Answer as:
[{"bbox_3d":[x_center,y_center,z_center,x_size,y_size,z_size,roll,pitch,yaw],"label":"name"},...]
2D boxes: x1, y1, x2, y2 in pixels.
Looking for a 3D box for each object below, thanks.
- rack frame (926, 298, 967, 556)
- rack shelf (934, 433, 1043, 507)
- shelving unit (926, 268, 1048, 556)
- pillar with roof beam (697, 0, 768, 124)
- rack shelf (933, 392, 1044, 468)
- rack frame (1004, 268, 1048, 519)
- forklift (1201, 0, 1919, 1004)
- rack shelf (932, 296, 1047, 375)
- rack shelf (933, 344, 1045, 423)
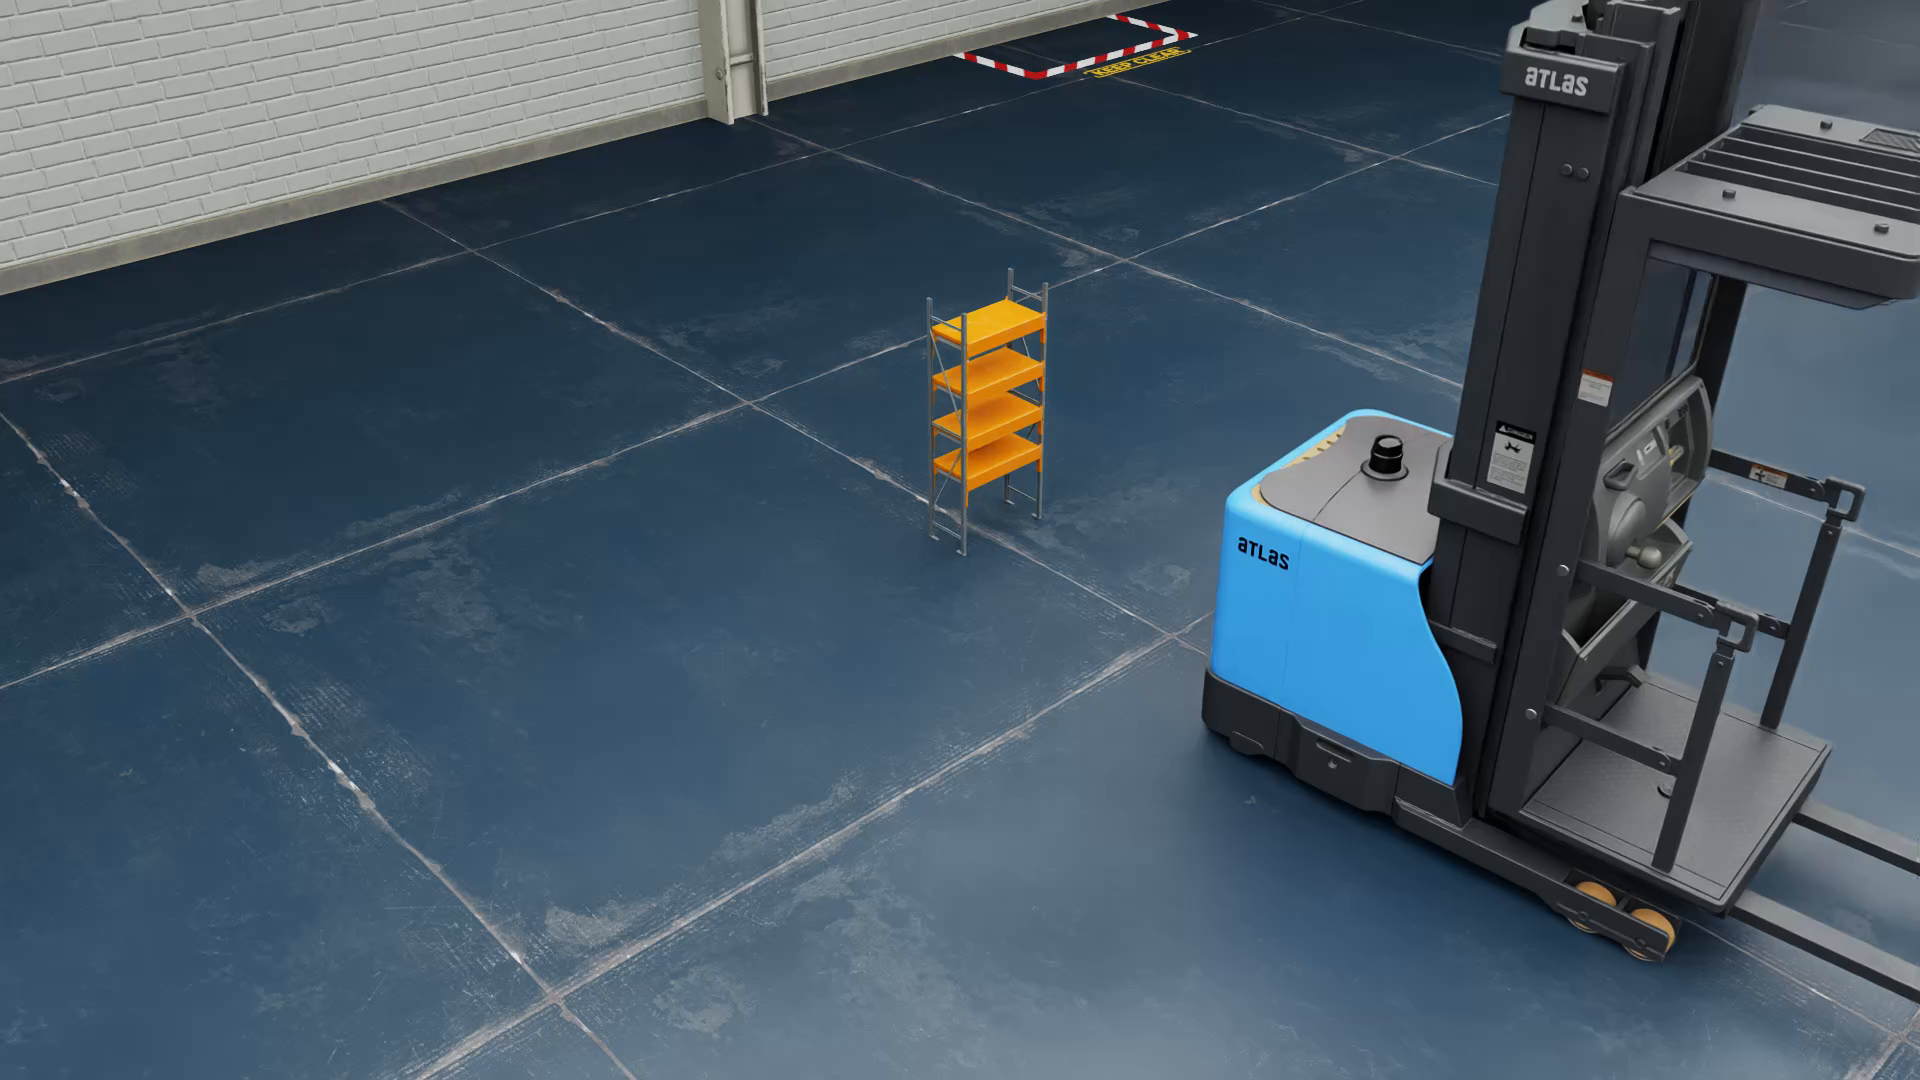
[{"bbox_3d":[-0.058,-0.484,7.391,0.015,1.200,0.240,-26,40,-35],"label":"rack frame"},{"bbox_3d":[0.121,-0.344,7.672,0.480,0.148,0.258,-26,40,-35],"label":"rack shelf"},{"bbox_3d":[0.121,-0.571,7.533,0.503,1.200,0.258,-26,40,-35],"label":"shelving unit"},{"bbox_3d":[1.146,-5.595,8.273,0.400,9.000,9.100,-26,40,-35],"label":"pillar with roof beam"},{"bbox_3d":[0.121,-0.513,7.568,0.480,0.148,0.258,-26,40,-35],"label":"rack shelf"},{"bbox_3d":[0.300,-0.657,7.675,0.015,1.200,0.240,-26,40,-35],"label":"rack frame"},{"bbox_3d":[2.381,-0.177,5.229,3.031,2.935,1.130,25,39,34],"label":"forklift"},{"bbox_3d":[0.121,-0.906,7.328,0.480,0.148,0.258,-26,40,-35],"label":"rack shelf"},{"bbox_3d":[0.121,-0.704,7.451,0.480,0.148,0.258,-26,40,-35],"label":"rack shelf"}]
